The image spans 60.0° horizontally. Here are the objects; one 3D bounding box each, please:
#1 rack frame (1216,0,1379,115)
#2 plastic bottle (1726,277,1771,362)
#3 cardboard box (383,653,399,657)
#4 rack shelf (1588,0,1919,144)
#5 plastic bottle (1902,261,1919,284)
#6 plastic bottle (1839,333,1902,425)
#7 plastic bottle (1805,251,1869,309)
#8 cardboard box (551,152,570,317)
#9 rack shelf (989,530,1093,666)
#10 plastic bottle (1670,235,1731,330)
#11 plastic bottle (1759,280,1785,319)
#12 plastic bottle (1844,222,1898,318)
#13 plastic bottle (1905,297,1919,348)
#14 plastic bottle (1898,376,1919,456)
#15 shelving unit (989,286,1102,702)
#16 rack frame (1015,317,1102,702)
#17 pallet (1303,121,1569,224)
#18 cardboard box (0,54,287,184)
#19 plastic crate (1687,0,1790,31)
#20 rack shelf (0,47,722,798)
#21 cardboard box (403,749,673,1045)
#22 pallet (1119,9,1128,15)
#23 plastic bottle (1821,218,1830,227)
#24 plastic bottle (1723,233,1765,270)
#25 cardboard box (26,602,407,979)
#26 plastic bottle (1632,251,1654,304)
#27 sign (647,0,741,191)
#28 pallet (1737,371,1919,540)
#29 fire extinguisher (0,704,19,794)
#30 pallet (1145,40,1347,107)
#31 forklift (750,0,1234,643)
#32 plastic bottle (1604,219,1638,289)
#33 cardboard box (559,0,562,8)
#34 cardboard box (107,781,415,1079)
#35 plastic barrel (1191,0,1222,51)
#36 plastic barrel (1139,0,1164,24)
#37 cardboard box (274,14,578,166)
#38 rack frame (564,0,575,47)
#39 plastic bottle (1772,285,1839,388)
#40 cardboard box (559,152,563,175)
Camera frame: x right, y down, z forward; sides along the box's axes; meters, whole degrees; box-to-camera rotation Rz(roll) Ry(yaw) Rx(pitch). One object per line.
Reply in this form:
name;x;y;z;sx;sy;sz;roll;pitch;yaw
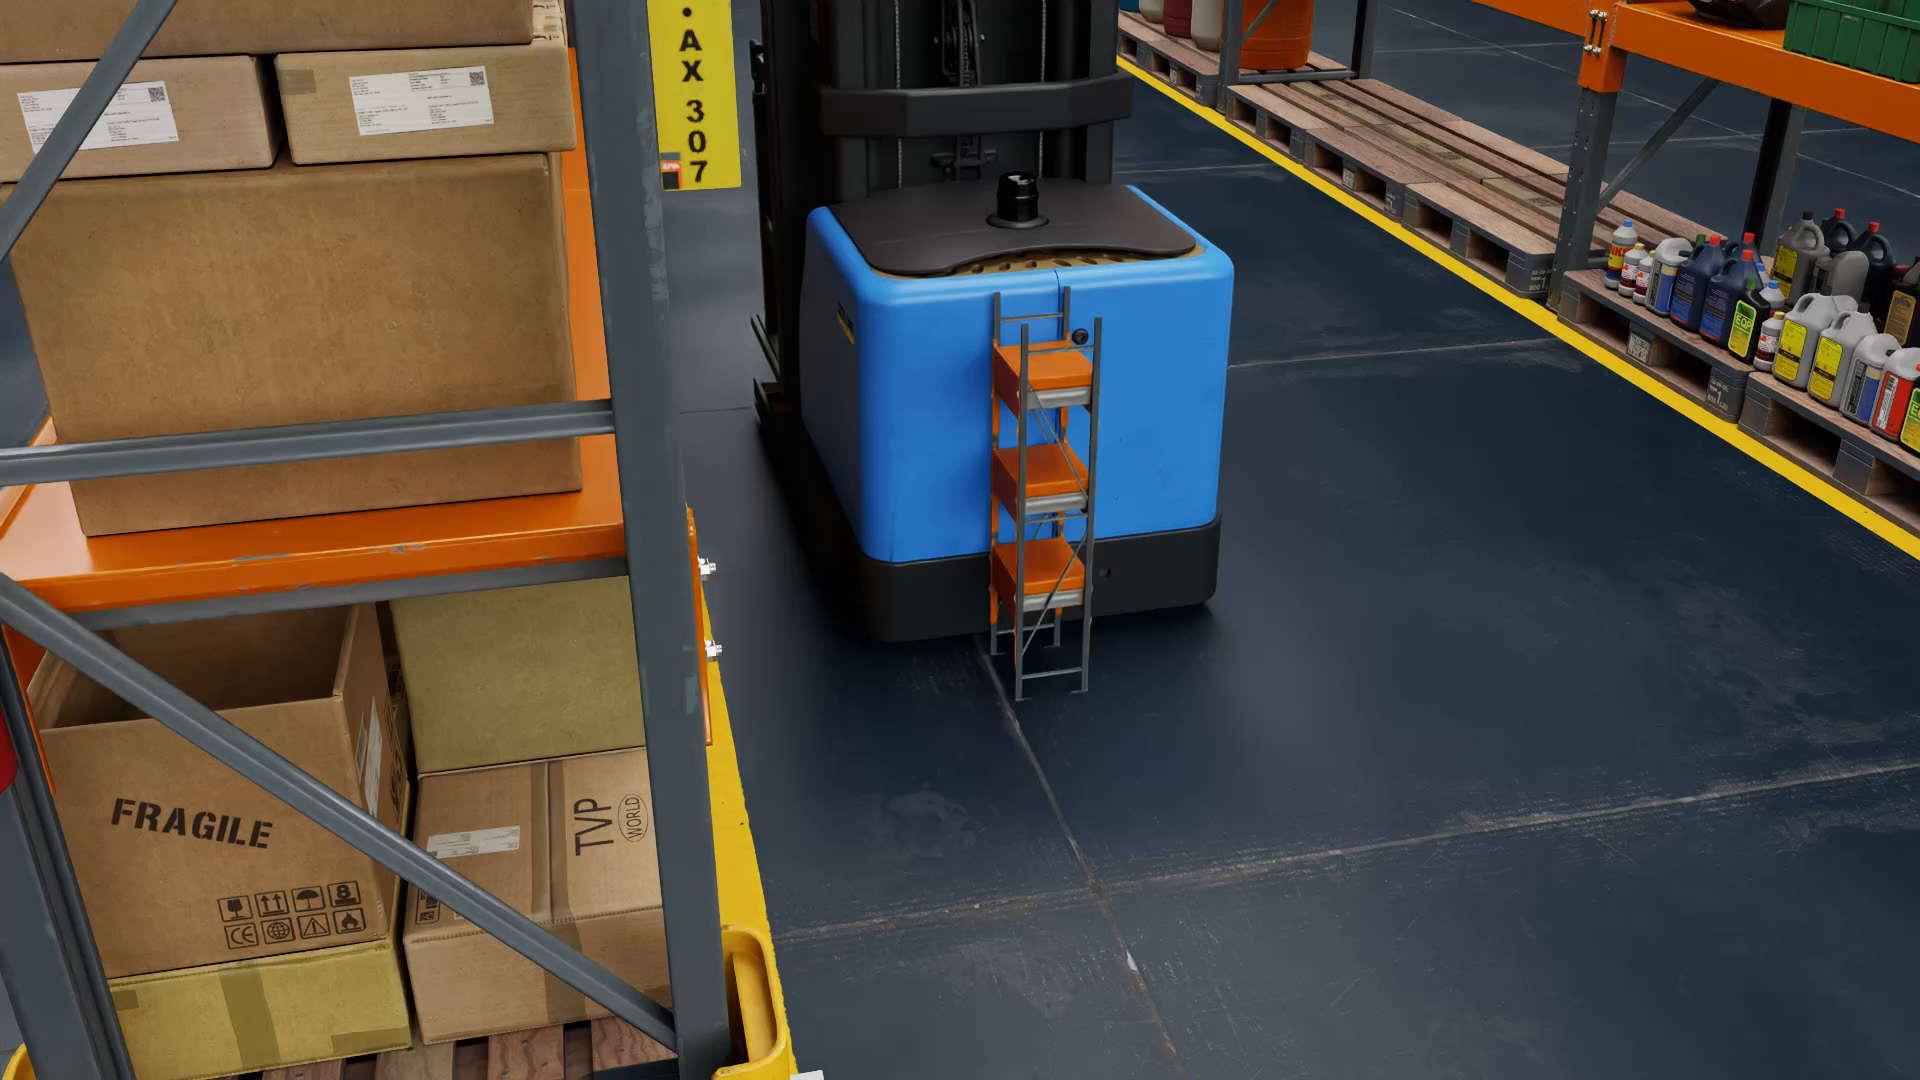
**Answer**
rack frame;2.153;-4.131;10.106;1.000;3.000;0.127;-6;27;-12
plastic bottle;2.871;-0.803;6.038;0.061;0.283;0.133;-5;27;-9
cardboard box;-1.519;0.279;3.954;0.500;0.250;0.500;-6;27;-12
rack shelf;3.505;-1.176;5.050;1.077;0.370;4.000;-6;27;-12
plastic bottle;3.596;-0.910;6.175;0.144;0.351;0.185;-6;27;-12
plastic bottle;3.053;-0.536;5.517;0.152;0.276;0.135;-7;28;-13
plastic bottle;3.385;-0.992;6.421;0.152;0.276;0.135;-6;27;-12
cardboard box;-1.087;-0.599;2.997;0.700;0.500;0.500;-5;27;-10
rack shelf;0.212;0.152;4.424;0.215;0.259;0.240;-7;28;-13
plastic bottle;2.832;-0.993;6.339;0.144;0.351;0.185;-5;27;-10
plastic bottle;2.944;-0.814;6.072;0.097;0.271;0.097;0;27;0
plastic bottle;3.523;-1.051;6.456;0.144;0.351;0.185;-7;28;-14
plastic bottle;3.525;-0.797;6.026;0.061;0.283;0.133;-6;27;-12
plastic bottle;3.070;-0.414;5.268;0.061;0.283;0.133;-5;27;-10
shelving unit;0.212;-0.105;4.294;0.215;1.050;0.252;-7;28;-13
rack frame;0.242;-0.052;4.188;0.200;1.050;0.008;-7;28;-13
pallet;2.561;-2.008;8.994;1.003;0.211;1.213;-6;27;-12
cardboard box;-1.143;-0.601;2.280;0.380;0.149;0.250;-6;27;-12
plastic crate;3.048;-2.105;6.160;0.767;0.338;0.504;-6;27;-12
rack shelf;-1.322;-0.675;4.056;1.077;0.370;4.000;-6;27;-12
cardboard box;-0.775;0.664;3.191;0.500;0.250;0.500;-6;27;-12
pallet;1.385;-4.299;13.534;1.003;0.211;1.213;-6;27;-12
plastic bottle;3.484;-1.181;6.788;0.061;0.283;0.133;-5;27;-9
plastic bottle;2.972;-1.007;6.368;0.144;0.351;0.185;-6;27;-12
cardboard box;-1.282;0.382;2.917;0.500;0.500;0.500;-6;27;-12
plastic bottle;2.745;-1.049;6.616;0.097;0.201;0.097;0;27;0
sign;-0.329;-0.593;2.048;0.100;0.325;0.005;-6;27;-12
pallet;3.443;-0.295;5.600;1.003;0.211;1.213;-6;27;-12
fire extinguisher;-1.297;0.016;1.976;0.296;0.674;0.183;-6;27;-12
pallet;1.934;-3.228;11.412;1.003;0.211;1.213;-6;27;-12
forklift;-0.125;-1.673;5.312;1.130;2.935;3.031;-7;28;-13
plastic bottle;2.699;-1.169;6.777;0.097;0.271;0.097;0;27;0
cardboard box;-0.867;-0.872;2.817;0.380;0.149;0.250;-6;27;-11
cardboard box;-1.280;0.717;3.087;0.500;0.250;0.500;-6;27;-12
plastic barrel;1.811;-3.660;11.467;0.421;0.512;0.421;0;27;0
plastic barrel;1.557;-4.156;12.449;0.421;0.512;0.421;0;27;0
cardboard box;-0.750;-0.646;2.371;0.380;0.149;0.250;-6;27;-12
rack frame;-1.773;-1.874;5.634;1.000;3.000;0.127;-6;27;-12
plastic bottle;2.970;-0.723;5.805;0.144;0.351;0.185;-6;27;-12
cardboard box;-1.315;-1.048;3.887;0.700;0.500;0.500;-5;27;-10
